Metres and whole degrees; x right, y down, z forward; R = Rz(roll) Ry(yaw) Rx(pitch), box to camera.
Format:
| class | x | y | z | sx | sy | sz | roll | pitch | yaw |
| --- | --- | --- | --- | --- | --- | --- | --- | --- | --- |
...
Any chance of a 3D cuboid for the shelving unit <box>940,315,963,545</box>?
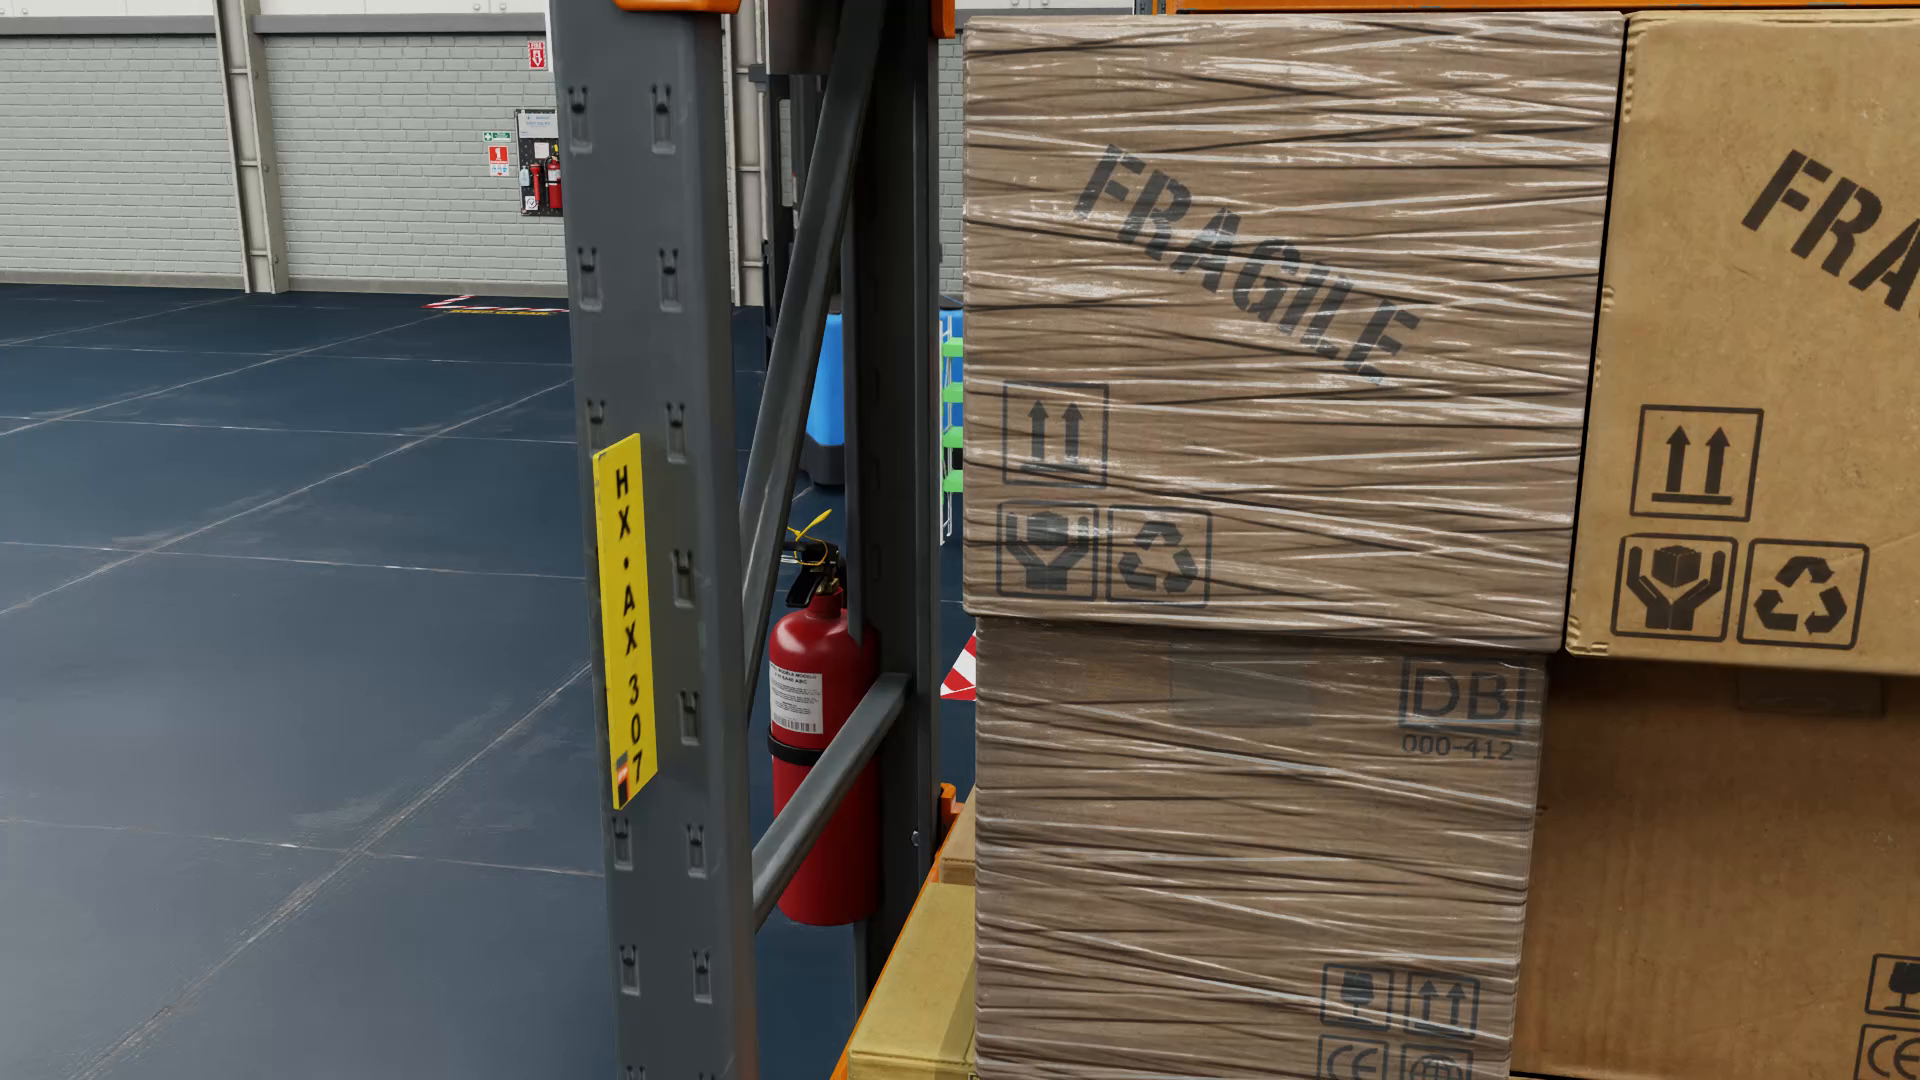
| class | x | y | z | sx | sy | sz | roll | pitch | yaw |
| --- | --- | --- | --- | --- | --- | --- | --- | --- | --- |
| shelving unit | 0.162 | -0.569 | 8.800 | 0.503 | 1.200 | 0.258 | 3 | 16 | 11 |

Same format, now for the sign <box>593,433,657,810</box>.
| class | x | y | z | sx | sy | sz | roll | pitch | yaw |
| --- | --- | --- | --- | --- | --- | --- | --- | --- | --- |
| sign | -0.297 | 0.073 | 1.488 | 0.005 | 0.325 | 0.100 | 3 | 16 | 11 |

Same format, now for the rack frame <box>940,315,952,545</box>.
| class | x | y | z | sx | sy | sz | roll | pitch | yaw |
| --- | --- | --- | --- | --- | --- | --- | --- | --- | --- |
| rack frame | -0.077 | -0.582 | 8.847 | 0.015 | 1.200 | 0.240 | 3 | 16 | 11 |

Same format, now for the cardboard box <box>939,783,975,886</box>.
| class | x | y | z | sx | sy | sz | roll | pitch | yaw |
| --- | --- | --- | --- | --- | --- | --- | --- | --- | --- |
| cardboard box | 0.132 | 0.430 | 2.290 | 0.250 | 0.149 | 0.380 | 3 | 16 | 11 |

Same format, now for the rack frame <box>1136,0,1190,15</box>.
| class | x | y | z | sx | sy | sz | roll | pitch | yaw |
| --- | --- | --- | --- | --- | --- | --- | --- | --- | --- |
| rack frame | 0.798 | -0.948 | 6.794 | 0.127 | 3.000 | 1.000 | 3 | 16 | 11 |

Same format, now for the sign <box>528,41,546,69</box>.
| class | x | y | z | sx | sy | sz | roll | pitch | yaw |
| --- | --- | --- | --- | --- | --- | --- | --- | --- | --- |
| sign | -4.651 | -5.333 | 18.281 | 0.199 | 0.298 | 0.001 | 3 | 16 | 11 |

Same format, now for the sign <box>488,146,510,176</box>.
| class | x | y | z | sx | sy | sz | roll | pitch | yaw |
| --- | --- | --- | --- | --- | --- | --- | --- | --- | --- |
| sign | -5.184 | -4.263 | 18.694 | 0.234 | 0.329 | 0.001 | 3 | 16 | 11 |

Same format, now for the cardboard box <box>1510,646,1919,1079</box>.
| class | x | y | z | sx | sy | sz | roll | pitch | yaw |
| --- | --- | --- | --- | --- | --- | --- | --- | --- | --- |
| cardboard box | 0.859 | 0.188 | 1.949 | 0.500 | 0.500 | 0.875 | 3 | 16 | 11 |

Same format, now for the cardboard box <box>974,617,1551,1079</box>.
| class | x | y | z | sx | sy | sz | roll | pitch | yaw |
| --- | --- | --- | --- | --- | --- | --- | --- | --- | --- |
| cardboard box | 0.345 | 0.193 | 1.932 | 0.500 | 0.500 | 0.875 | 3 | 16 | 11 |

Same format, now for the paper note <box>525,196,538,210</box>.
| class | x | y | z | sx | sy | sz | roll | pitch | yaw |
| --- | --- | --- | --- | --- | --- | --- | --- | --- | --- |
| paper note | -4.823 | -3.792 | 18.712 | 0.142 | 0.148 | 0.016 | 3 | 16 | 11 |

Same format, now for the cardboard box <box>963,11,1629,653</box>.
| class | x | y | z | sx | sy | sz | roll | pitch | yaw |
| --- | --- | --- | --- | --- | --- | --- | --- | --- | --- |
| cardboard box | 0.296 | -0.225 | 1.567 | 0.500 | 0.500 | 0.500 | 3 | 16 | 11 |

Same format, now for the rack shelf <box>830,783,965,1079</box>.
| class | x | y | z | sx | sy | sz | roll | pitch | yaw |
| --- | --- | --- | --- | --- | --- | --- | --- | --- | --- |
| rack shelf | 1.771 | 0.801 | 1.828 | 4.000 | 0.370 | 1.077 | 3 | 16 | 11 |

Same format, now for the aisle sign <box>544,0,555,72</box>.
| class | x | y | z | sx | sy | sz | roll | pitch | yaw |
| --- | --- | --- | --- | --- | --- | --- | --- | --- | --- |
| aisle sign | -0.309 | -0.830 | 1.498 | 0.004 | 0.787 | 0.394 | 3 | 16 | 11 |

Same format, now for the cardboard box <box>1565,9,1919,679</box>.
| class | x | y | z | sx | sy | sz | roll | pitch | yaw |
| --- | --- | --- | --- | --- | --- | --- | --- | --- | --- |
| cardboard box | 0.784 | -0.196 | 1.464 | 0.500 | 0.500 | 0.500 | 3 | 16 | 11 |

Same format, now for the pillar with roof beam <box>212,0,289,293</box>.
| class | x | y | z | sx | sy | sz | roll | pitch | yaw |
| --- | --- | --- | --- | --- | --- | --- | --- | --- | --- |
| pillar with roof beam | -8.986 | -6.132 | 14.271 | 0.400 | 9.000 | 9.100 | 3 | 16 | 11 |

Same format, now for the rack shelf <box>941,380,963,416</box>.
| class | x | y | z | sx | sy | sz | roll | pitch | yaw |
| --- | --- | --- | --- | --- | --- | --- | --- | --- | --- |
| rack shelf | 0.162 | -0.739 | 8.753 | 0.480 | 0.148 | 0.258 | 3 | 16 | 11 |

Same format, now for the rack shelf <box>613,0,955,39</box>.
| class | x | y | z | sx | sy | sz | roll | pitch | yaw |
| --- | --- | --- | --- | --- | --- | --- | --- | --- | --- |
| rack shelf | 1.771 | -0.644 | 1.428 | 4.000 | 0.370 | 1.077 | 3 | 16 | 11 |

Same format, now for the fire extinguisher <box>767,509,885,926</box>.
| class | x | y | z | sx | sy | sz | roll | pitch | yaw |
| --- | --- | --- | --- | --- | --- | --- | --- | --- | --- |
| fire extinguisher | -0.209 | 0.259 | 2.584 | 0.183 | 0.674 | 0.296 | 3 | 16 | 11 |

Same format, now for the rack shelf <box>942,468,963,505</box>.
| class | x | y | z | sx | sy | sz | roll | pitch | yaw |
| --- | --- | --- | --- | --- | --- | --- | --- | --- | --- |
| rack shelf | 0.162 | -0.277 | 8.881 | 0.480 | 0.148 | 0.258 | 3 | 16 | 11 |

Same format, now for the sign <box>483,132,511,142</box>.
| class | x | y | z | sx | sy | sz | roll | pitch | yaw |
| --- | --- | --- | --- | --- | --- | --- | --- | --- | --- |
| sign | -5.182 | -4.515 | 18.614 | 0.331 | 0.109 | 0.001 | 3 | 16 | 11 |

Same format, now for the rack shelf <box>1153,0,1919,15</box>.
| class | x | y | z | sx | sy | sz | roll | pitch | yaw |
| --- | --- | --- | --- | --- | --- | --- | --- | --- | --- |
| rack shelf | 2.758 | -1.940 | 6.105 | 4.000 | 0.370 | 1.077 | 3 | 16 | 11 |

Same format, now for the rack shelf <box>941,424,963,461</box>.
| class | x | y | z | sx | sy | sz | roll | pitch | yaw |
| --- | --- | --- | --- | --- | --- | --- | --- | --- | --- |
| rack shelf | 0.162 | -0.508 | 8.817 | 0.480 | 0.148 | 0.258 | 3 | 16 | 11 |

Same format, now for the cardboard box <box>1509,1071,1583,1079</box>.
| class | x | y | z | sx | sy | sz | roll | pitch | yaw |
| --- | --- | --- | --- | --- | --- | --- | --- | --- | --- |
| cardboard box | 0.526 | 0.582 | 1.742 | 0.250 | 0.149 | 0.380 | 3 | 16 | 11 |

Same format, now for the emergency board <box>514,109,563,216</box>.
| class | x | y | z | sx | sy | sz | roll | pitch | yaw |
| --- | --- | --- | --- | --- | --- | --- | --- | --- | --- |
| emergency board | -4.663 | -4.189 | 18.495 | 0.643 | 1.169 | 0.194 | 3 | 16 | 11 |

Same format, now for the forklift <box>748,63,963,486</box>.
| class | x | y | z | sx | sy | sz | roll | pitch | yaw |
| --- | --- | --- | --- | --- | --- | --- | --- | --- | --- |
| forklift | -0.763 | -2.089 | 11.044 | 1.130 | 2.935 | 3.031 | -5 | 16 | -16 |

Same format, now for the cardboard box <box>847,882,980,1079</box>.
| class | x | y | z | sx | sy | sz | roll | pitch | yaw |
| --- | --- | --- | --- | --- | --- | --- | --- | --- | --- |
| cardboard box | 0.043 | 0.547 | 1.870 | 0.250 | 0.149 | 0.380 | 3 | 16 | 11 |

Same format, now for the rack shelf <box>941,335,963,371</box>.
| class | x | y | z | sx | sy | sz | roll | pitch | yaw |
| --- | --- | --- | --- | --- | --- | --- | --- | --- | --- |
| rack shelf | 0.162 | -0.970 | 8.689 | 0.480 | 0.148 | 0.258 | 3 | 16 | 11 |

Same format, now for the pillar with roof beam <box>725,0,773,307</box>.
| class | x | y | z | sx | sy | sz | roll | pitch | yaw |
| --- | --- | --- | --- | --- | --- | --- | --- | --- | --- |
| pillar with roof beam | -3.107 | -5.812 | 13.118 | 0.400 | 9.000 | 9.100 | 3 | 16 | 11 |

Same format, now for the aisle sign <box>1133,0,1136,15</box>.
| class | x | y | z | sx | sy | sz | roll | pitch | yaw |
| --- | --- | --- | --- | --- | --- | --- | --- | --- | --- |
| aisle sign | 0.669 | -2.128 | 6.184 | 0.004 | 0.787 | 0.394 | 3 | 16 | 11 |

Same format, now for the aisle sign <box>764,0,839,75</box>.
| class | x | y | z | sx | sy | sz | roll | pitch | yaw |
| --- | --- | --- | --- | --- | --- | --- | --- | --- | --- |
| aisle sign | -0.190 | -0.987 | 2.065 | 0.004 | 0.787 | 0.394 | 3 | 16 | 11 |
